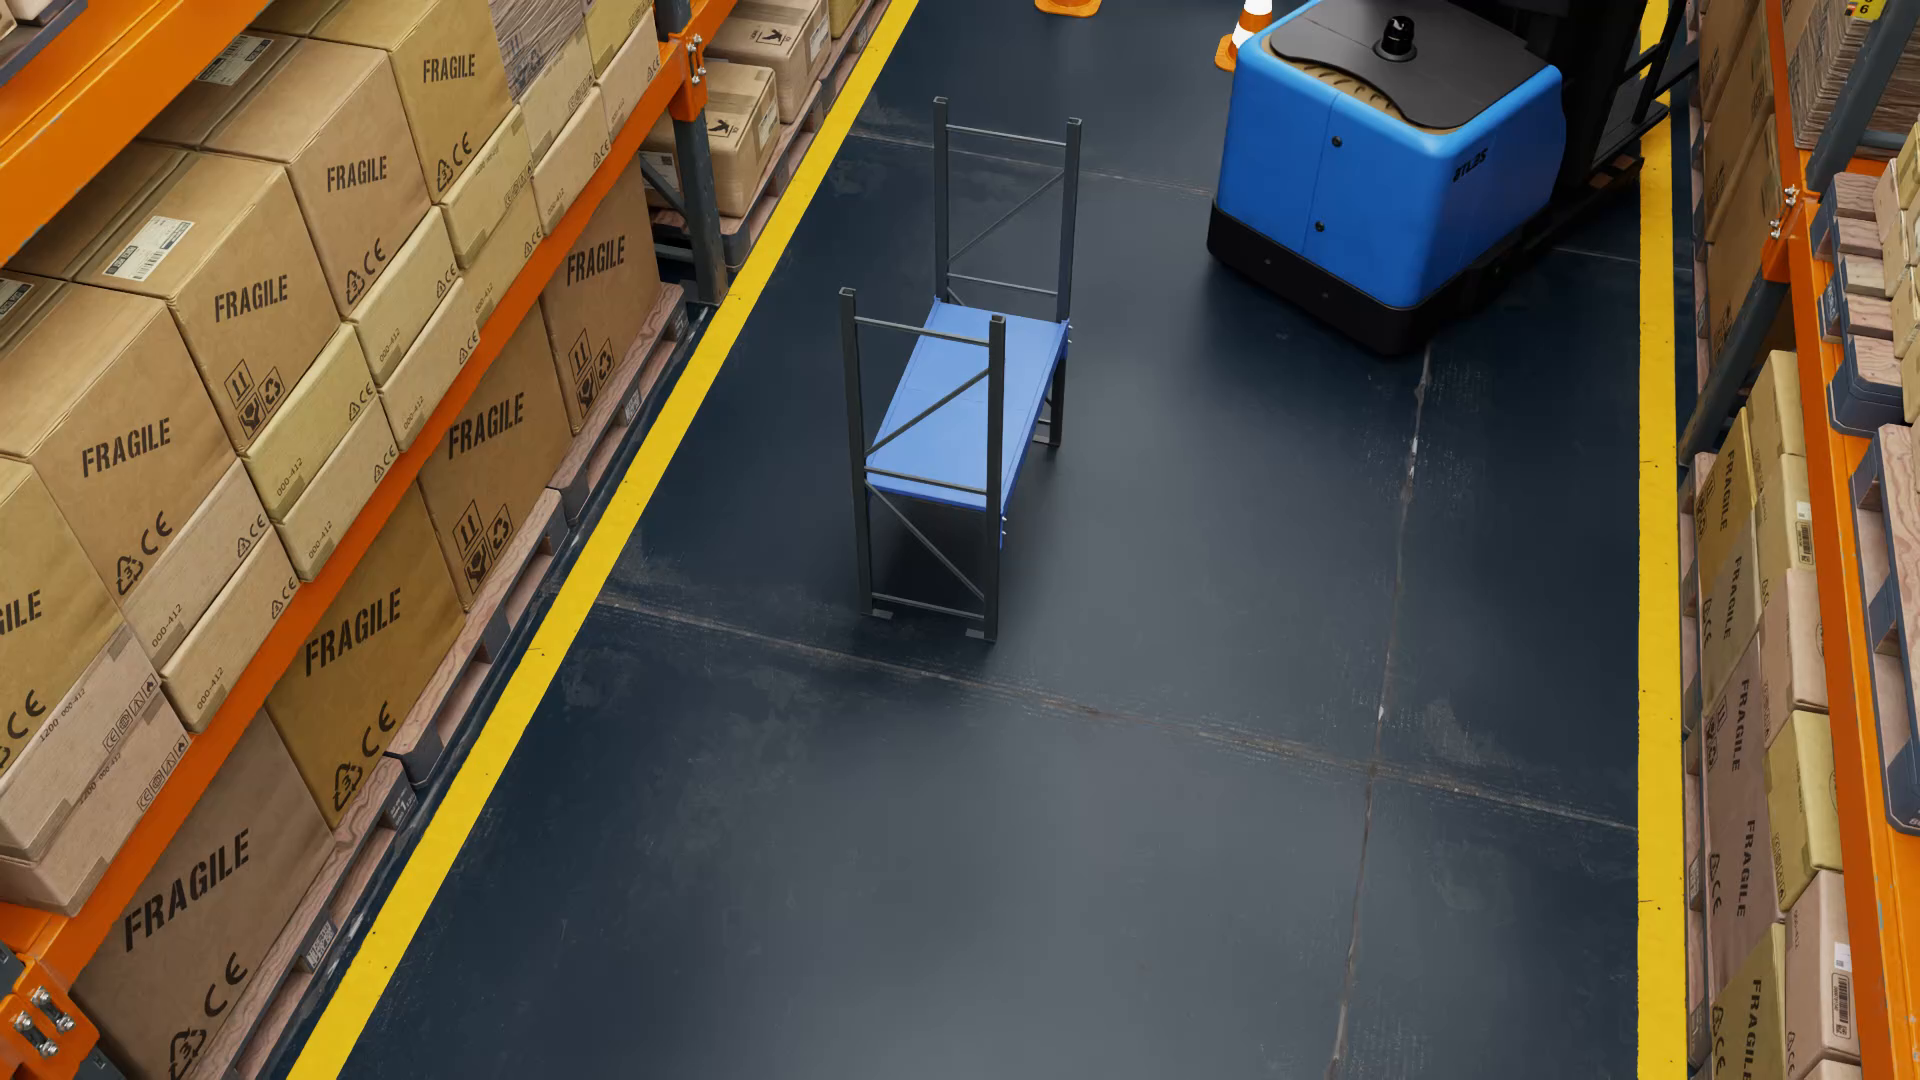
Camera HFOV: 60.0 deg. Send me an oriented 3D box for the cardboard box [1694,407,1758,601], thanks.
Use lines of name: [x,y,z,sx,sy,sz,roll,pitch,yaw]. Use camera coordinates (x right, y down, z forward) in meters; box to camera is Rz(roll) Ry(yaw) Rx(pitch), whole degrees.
cardboard box: [2.872,-0.074,5.702,0.500,0.500,0.500,10,49,8]

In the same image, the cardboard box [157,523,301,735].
cardboard box: [-2.045,0.175,4.195,0.500,0.250,0.500,10,49,9]

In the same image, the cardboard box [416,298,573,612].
cardboard box: [-1.998,-0.435,5.771,0.875,0.875,0.875,12,50,10]

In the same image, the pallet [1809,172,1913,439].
pallet: [3.220,-0.623,4.927,1.213,0.211,1.003,12,50,10]

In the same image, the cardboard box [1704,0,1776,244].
cardboard box: [3.779,-1.674,6.947,1.050,0.750,0.750,12,50,11]

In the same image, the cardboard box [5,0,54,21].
cardboard box: [-1.880,-1.134,3.125,0.380,0.166,0.250,9,49,7]

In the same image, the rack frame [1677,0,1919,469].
rack frame: [3.305,-1.223,5.329,1.000,3.000,0.127,12,50,10]

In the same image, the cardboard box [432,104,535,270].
cardboard box: [-1.626,-1.096,4.984,0.500,0.250,0.500,10,49,9]

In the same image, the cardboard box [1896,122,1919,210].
cardboard box: [2.984,-1.068,4.881,0.380,0.149,0.250,14,50,12]

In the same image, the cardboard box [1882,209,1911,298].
cardboard box: [2.921,-0.801,4.844,0.380,0.149,0.250,14,50,12]

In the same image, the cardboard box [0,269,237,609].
cardboard box: [-2.050,-0.233,3.721,0.500,0.500,0.500,11,50,10]

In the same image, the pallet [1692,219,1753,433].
pallet: [3.585,-0.856,6.865,1.003,0.211,1.213,12,50,10]

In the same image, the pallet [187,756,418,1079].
pallet: [-2.420,1.116,5.124,1.003,0.211,1.213,12,50,10]

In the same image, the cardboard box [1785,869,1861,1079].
cardboard box: [2.352,1.152,4.119,0.500,0.250,0.500,14,50,12]

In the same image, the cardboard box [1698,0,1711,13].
cardboard box: [4.281,-3.044,8.157,1.050,0.750,0.750,11,50,10]

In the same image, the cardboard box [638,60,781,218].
cardboard box: [-1.339,-1.803,7.313,0.950,0.372,0.625,9,49,7]

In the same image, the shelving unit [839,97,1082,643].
shelving unit: [0.022,-0.558,5.742,0.538,1.500,1.048,12,50,10]

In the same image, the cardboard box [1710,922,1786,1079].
cardboard box: [2.339,1.402,4.399,0.500,0.500,0.500,11,49,9]

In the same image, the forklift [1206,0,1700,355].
forklift: [2.487,-2.723,6.698,3.031,2.935,1.130,-36,58,-28]

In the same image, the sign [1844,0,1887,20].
sign: [2.768,-1.714,4.989,0.100,0.325,0.005,12,50,10]

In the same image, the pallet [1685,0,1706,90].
pallet: [4.227,-2.621,8.422,1.003,0.211,1.213,12,50,10]

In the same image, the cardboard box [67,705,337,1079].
cardboard box: [-2.464,0.866,4.622,0.875,0.875,0.875,13,50,11]

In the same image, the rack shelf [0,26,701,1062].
rack shelf: [-2.024,-0.442,5.120,1.077,0.370,4.000,12,50,10]

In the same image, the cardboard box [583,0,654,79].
cardboard box: [-1.380,-1.842,5.642,0.500,0.250,0.500,11,50,10]

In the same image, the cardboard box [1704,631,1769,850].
cardboard box: [2.613,0.663,5.052,0.500,0.500,0.500,10,49,9]

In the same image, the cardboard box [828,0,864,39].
cardboard box: [-0.948,-2.886,8.269,0.950,0.372,0.625,13,50,11]

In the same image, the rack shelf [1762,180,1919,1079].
rack shelf: [2.778,0.461,4.322,1.077,0.370,4.000,12,50,10]

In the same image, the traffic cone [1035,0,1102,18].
traffic cone: [0.580,-3.008,8.596,0.336,0.463,0.334,12,50,10]

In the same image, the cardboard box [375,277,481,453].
cardboard box: [-1.754,-0.552,4.837,0.500,0.250,0.500,11,49,9]

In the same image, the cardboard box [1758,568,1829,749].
cardboard box: [2.614,0.390,4.792,0.500,0.250,0.500,12,50,10]

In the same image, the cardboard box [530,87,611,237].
cardboard box: [-1.499,-1.288,5.486,0.500,0.250,0.500,12,50,11]

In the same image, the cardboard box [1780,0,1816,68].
cardboard box: [3.297,-1.996,5.944,0.500,0.500,0.500,12,50,10]

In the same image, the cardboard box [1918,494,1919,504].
cardboard box: [2.645,-0.036,4.168,0.380,0.149,0.250,12,50,11]

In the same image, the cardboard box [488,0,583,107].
cardboard box: [-1.508,-1.693,5.010,0.500,0.500,0.500,12,50,11]

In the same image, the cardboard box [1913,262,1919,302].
cardboard box: [2.847,-0.677,4.536,0.380,0.149,0.250,10,49,9]

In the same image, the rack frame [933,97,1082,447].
rack frame: [0.156,-0.926,6.067,0.500,1.500,0.032,12,50,10]

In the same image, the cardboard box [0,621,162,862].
cardboard box: [-2.162,0.388,3.674,0.500,0.250,0.500,10,49,9]

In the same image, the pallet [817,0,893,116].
pallet: [-0.967,-2.649,8.447,1.003,0.211,1.213,12,50,10]

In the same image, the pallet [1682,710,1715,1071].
pallet: [2.774,1.144,5.099,1.003,0.211,1.213,12,50,10]

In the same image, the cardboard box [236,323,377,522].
cardboard box: [-1.894,-0.355,4.329,0.500,0.250,0.500,12,50,11]

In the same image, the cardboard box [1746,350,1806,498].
cardboard box: [2.890,-0.332,5.430,0.500,0.250,0.500,10,49,8]

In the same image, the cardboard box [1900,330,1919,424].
cardboard box: [2.781,-0.410,4.499,0.380,0.149,0.250,14,50,12]

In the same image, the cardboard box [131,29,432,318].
cardboard box: [-1.786,-0.970,4.372,0.500,0.500,0.500,11,49,9]

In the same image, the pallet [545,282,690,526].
pallet: [-1.778,-0.649,6.682,1.003,0.211,1.213,12,50,10]
